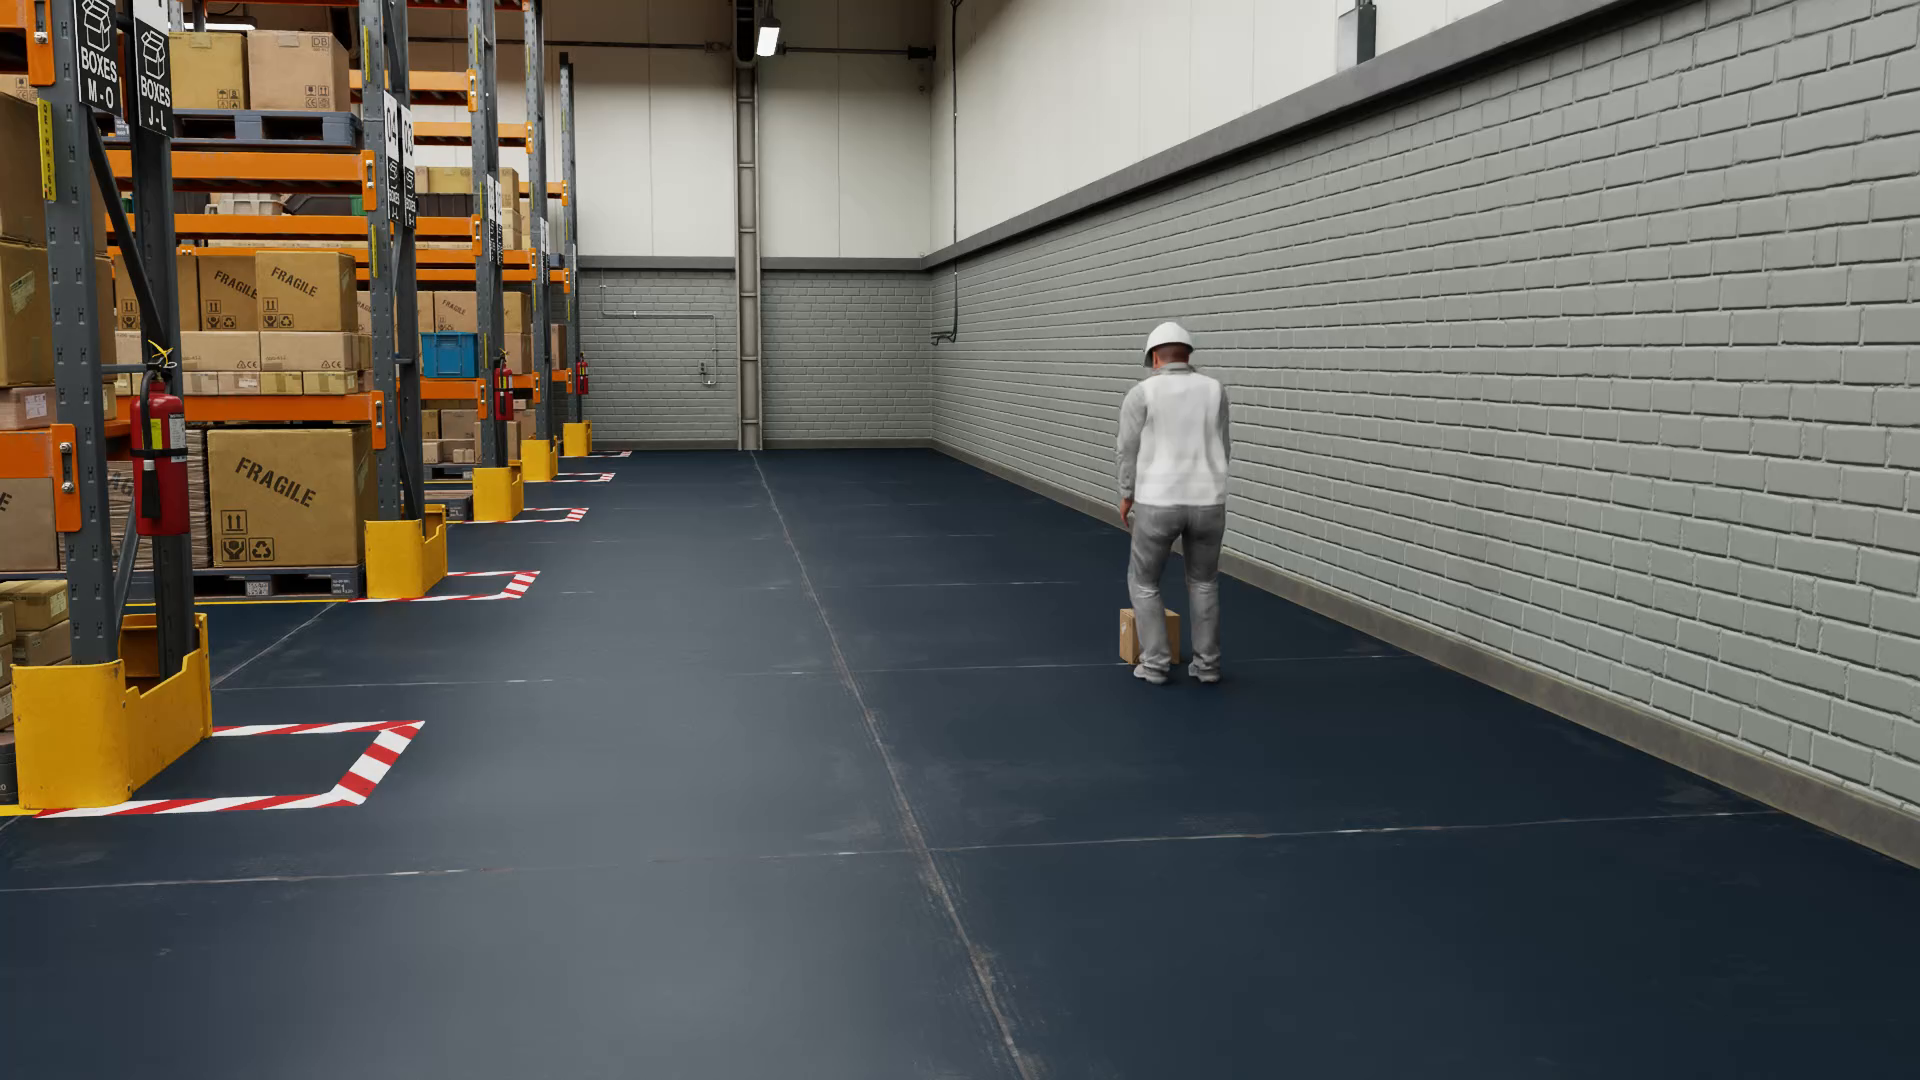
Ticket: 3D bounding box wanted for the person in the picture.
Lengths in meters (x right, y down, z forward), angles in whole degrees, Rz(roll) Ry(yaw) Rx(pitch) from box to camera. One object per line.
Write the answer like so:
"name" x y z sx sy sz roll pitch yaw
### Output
"person" 1.015 -0.178 7.962 0.560 1.719 0.476 -1 6 -7
